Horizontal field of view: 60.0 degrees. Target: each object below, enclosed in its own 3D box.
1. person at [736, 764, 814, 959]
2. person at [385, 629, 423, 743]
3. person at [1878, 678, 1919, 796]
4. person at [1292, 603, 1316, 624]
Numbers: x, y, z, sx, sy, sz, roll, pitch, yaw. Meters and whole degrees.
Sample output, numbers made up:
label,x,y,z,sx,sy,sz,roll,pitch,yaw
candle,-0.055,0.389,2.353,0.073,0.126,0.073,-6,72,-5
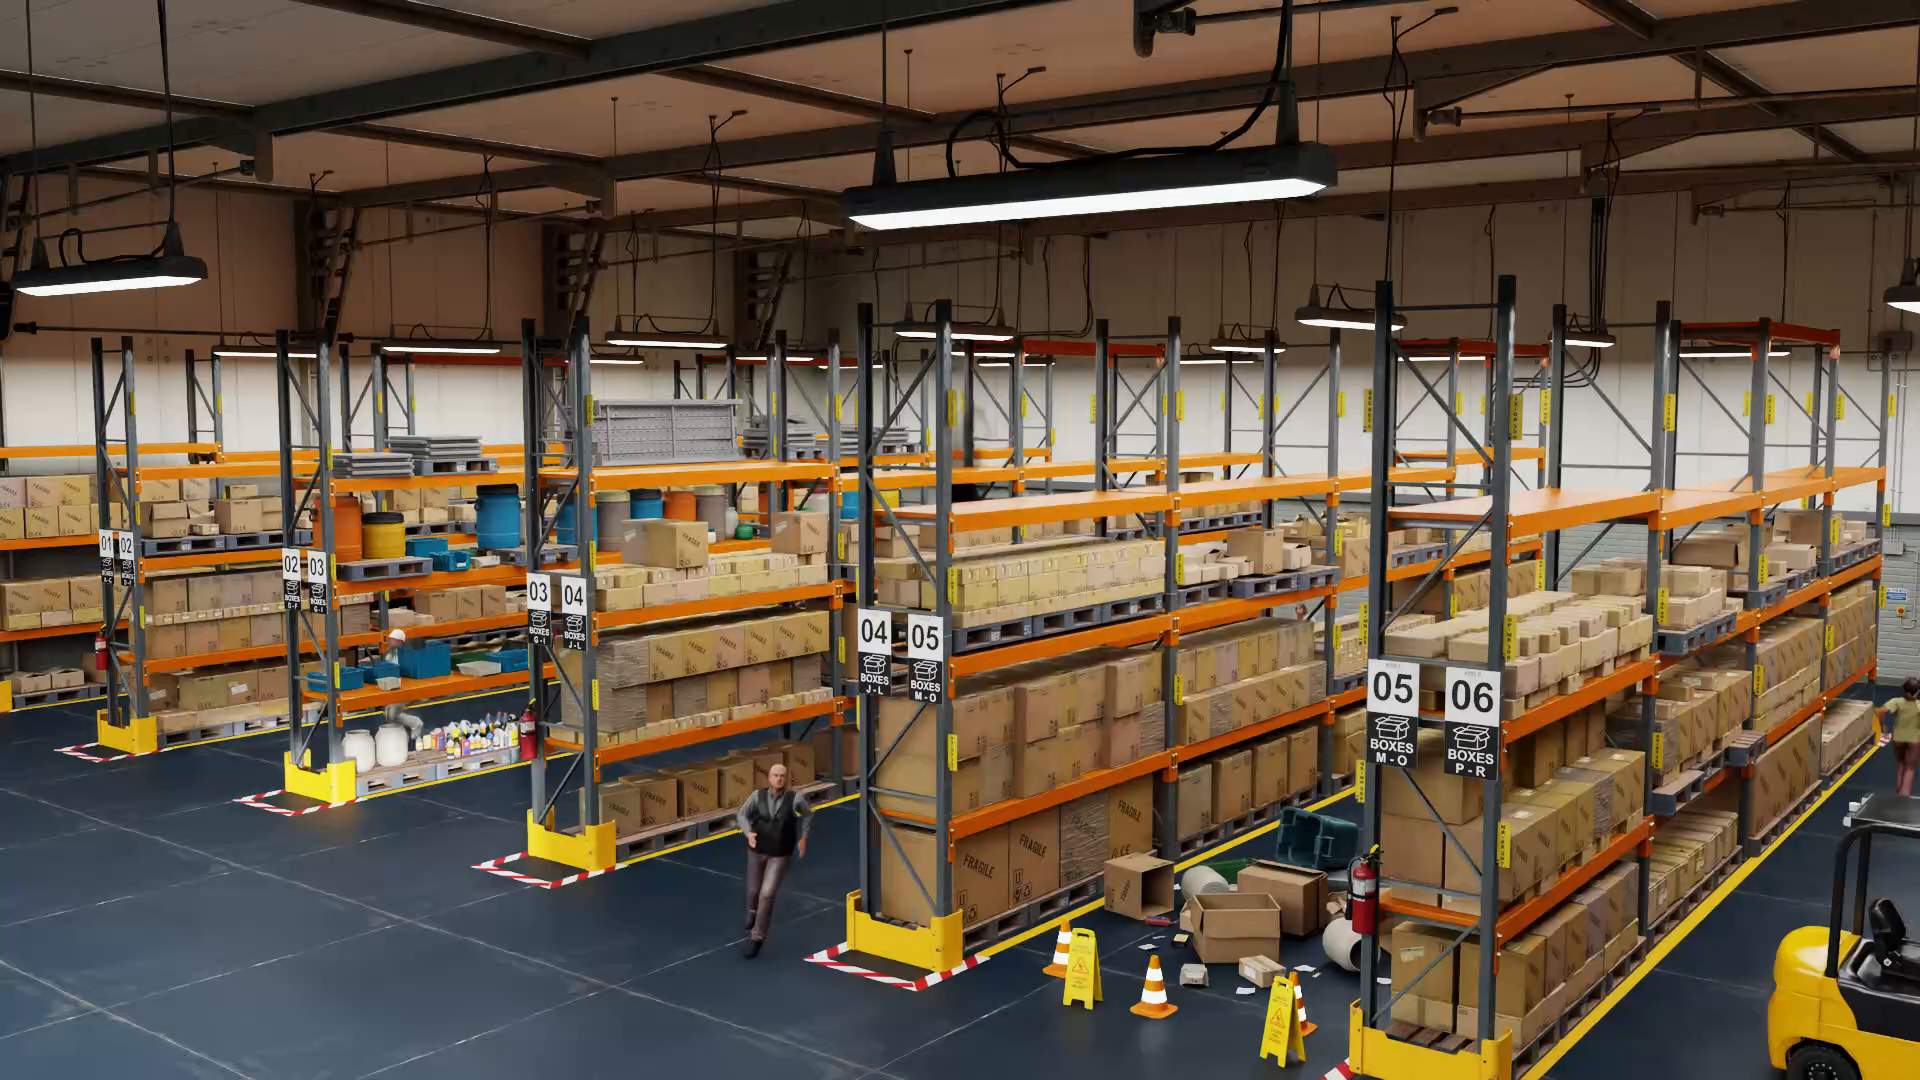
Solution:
label,x,y,z,sx,sy,sz,roll,pitch,yaw
person,-1.765,2.952,15.588,0.725,1.706,0.946,1,5,6
person,-8.245,2.176,24.481,0.692,1.731,0.599,3,6,35
person,11.827,2.547,20.780,0.581,1.675,0.692,5,7,42
person,6.018,1.871,29.075,0.577,1.546,0.662,3,6,30
